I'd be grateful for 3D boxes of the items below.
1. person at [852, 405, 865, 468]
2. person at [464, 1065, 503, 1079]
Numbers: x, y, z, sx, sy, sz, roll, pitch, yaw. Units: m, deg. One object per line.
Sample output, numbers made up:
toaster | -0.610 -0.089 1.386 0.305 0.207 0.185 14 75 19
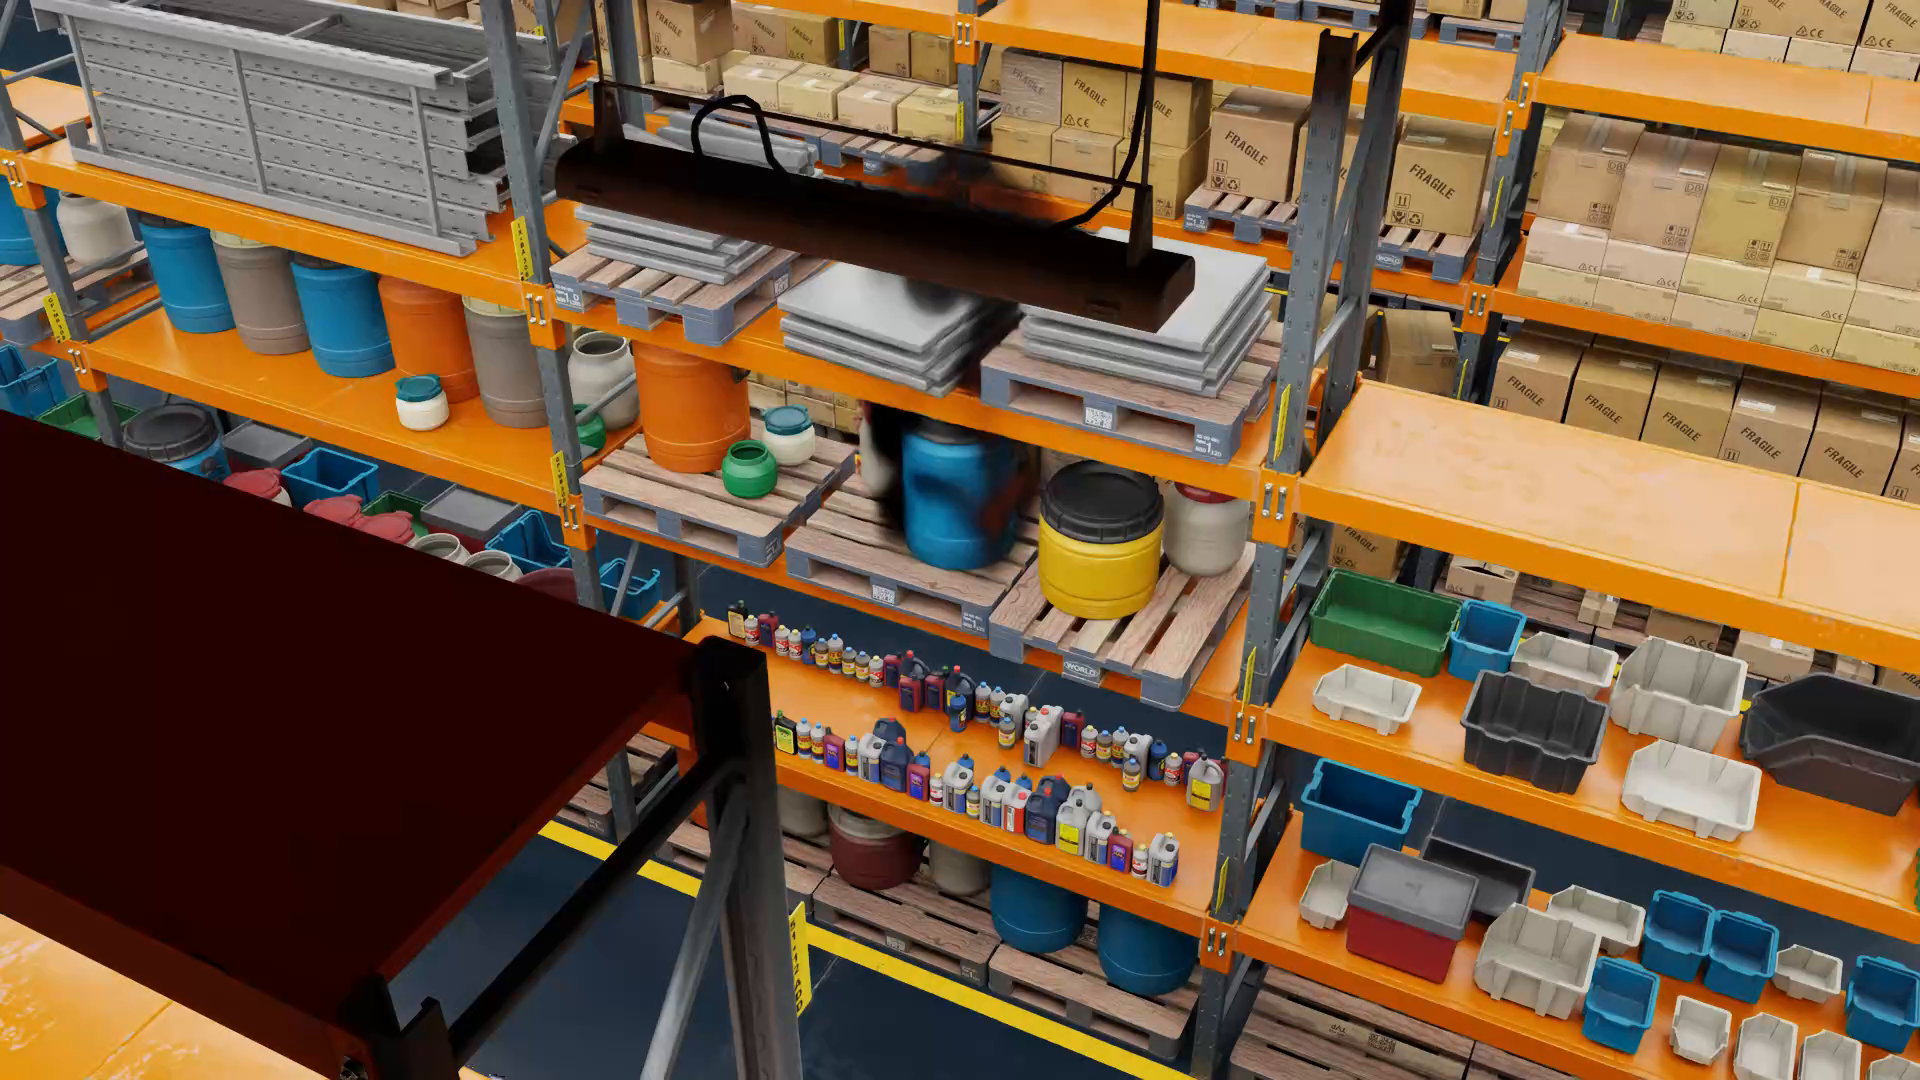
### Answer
person | -0.493 -0.321 12.876 0.896 1.695 0.652 4 35 5
person | -2.322 3.100 8.063 0.783 1.644 0.526 19 39 25
